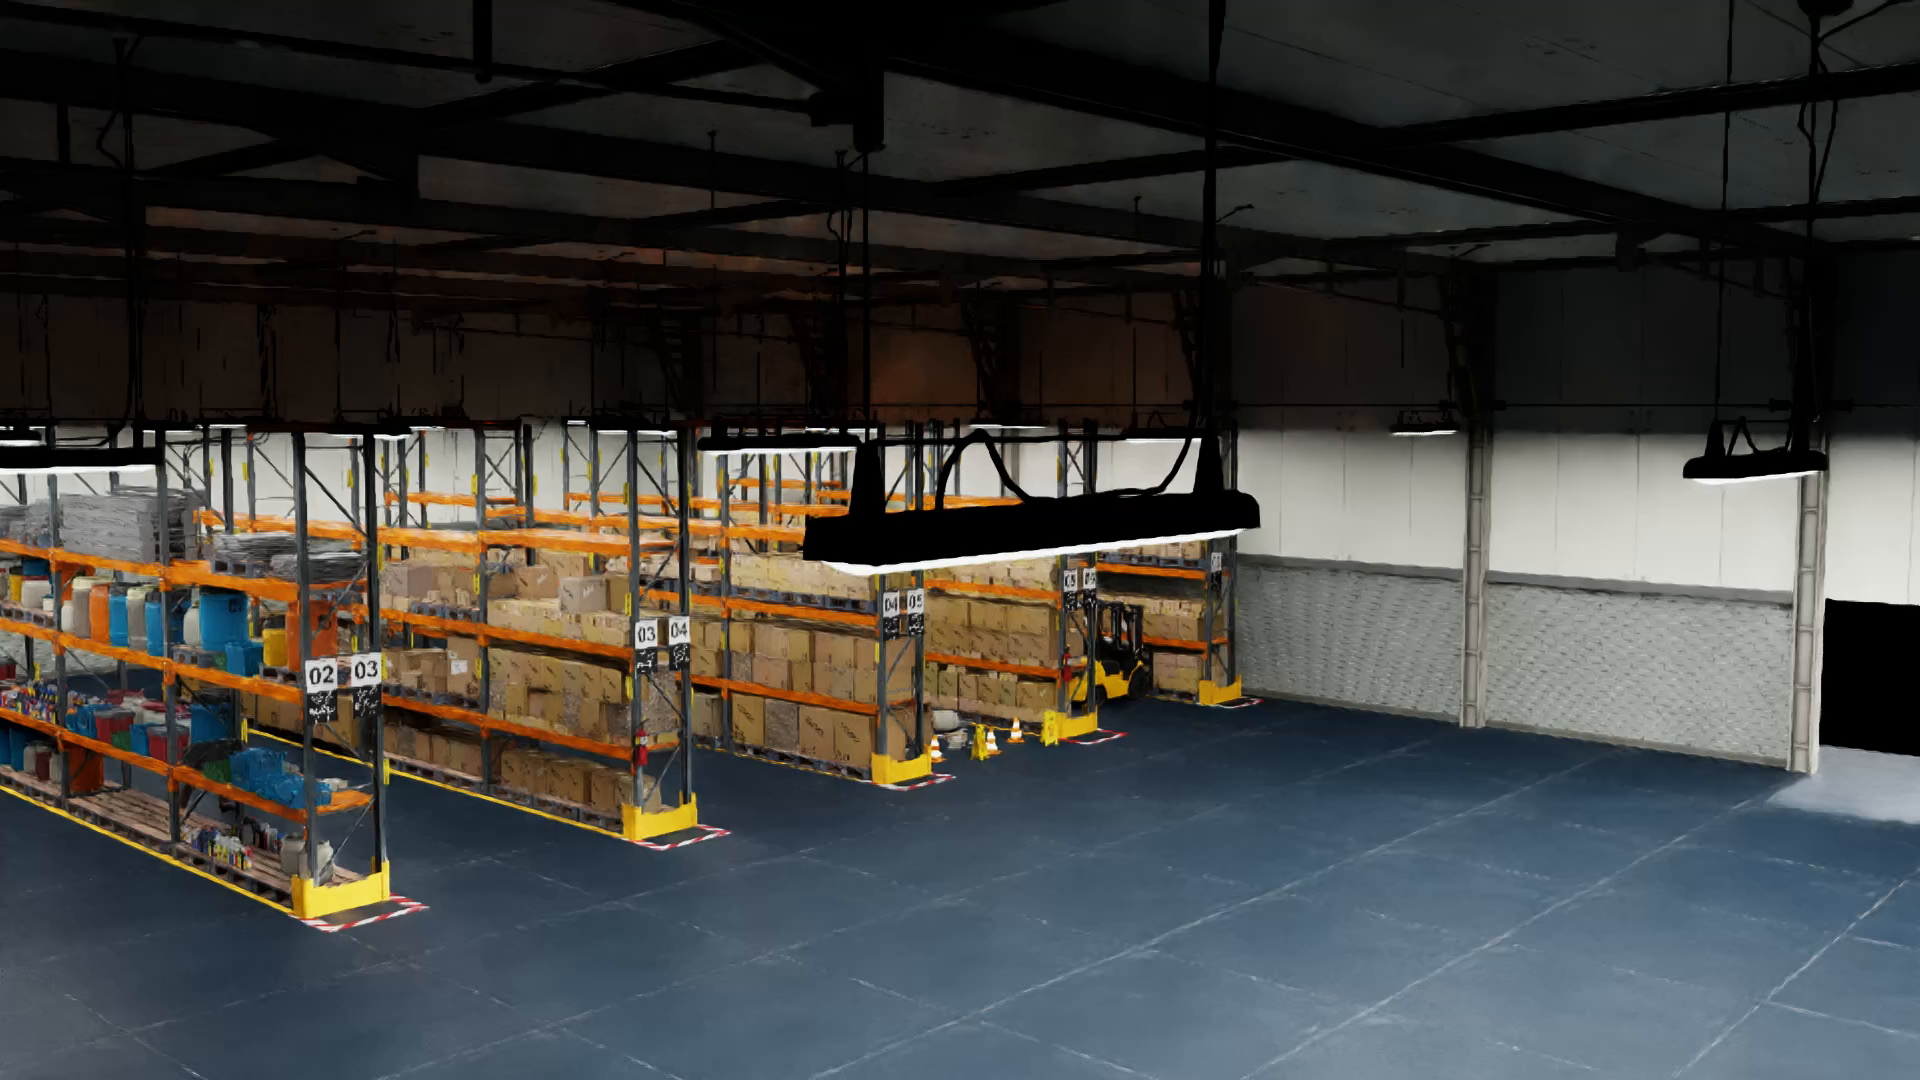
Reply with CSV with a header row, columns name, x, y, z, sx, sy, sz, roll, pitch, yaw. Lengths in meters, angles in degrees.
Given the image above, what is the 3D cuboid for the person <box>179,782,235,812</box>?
name,x,y,z,sx,sy,sz,roll,pitch,yaw
person,-11.655,3.403,25.651,0.844,1.658,0.682,2,5,25

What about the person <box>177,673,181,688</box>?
name,x,y,z,sx,sy,sz,roll,pitch,yaw
person,-16.965,2.583,36.030,0.561,1.585,0.500,-1,5,-11
